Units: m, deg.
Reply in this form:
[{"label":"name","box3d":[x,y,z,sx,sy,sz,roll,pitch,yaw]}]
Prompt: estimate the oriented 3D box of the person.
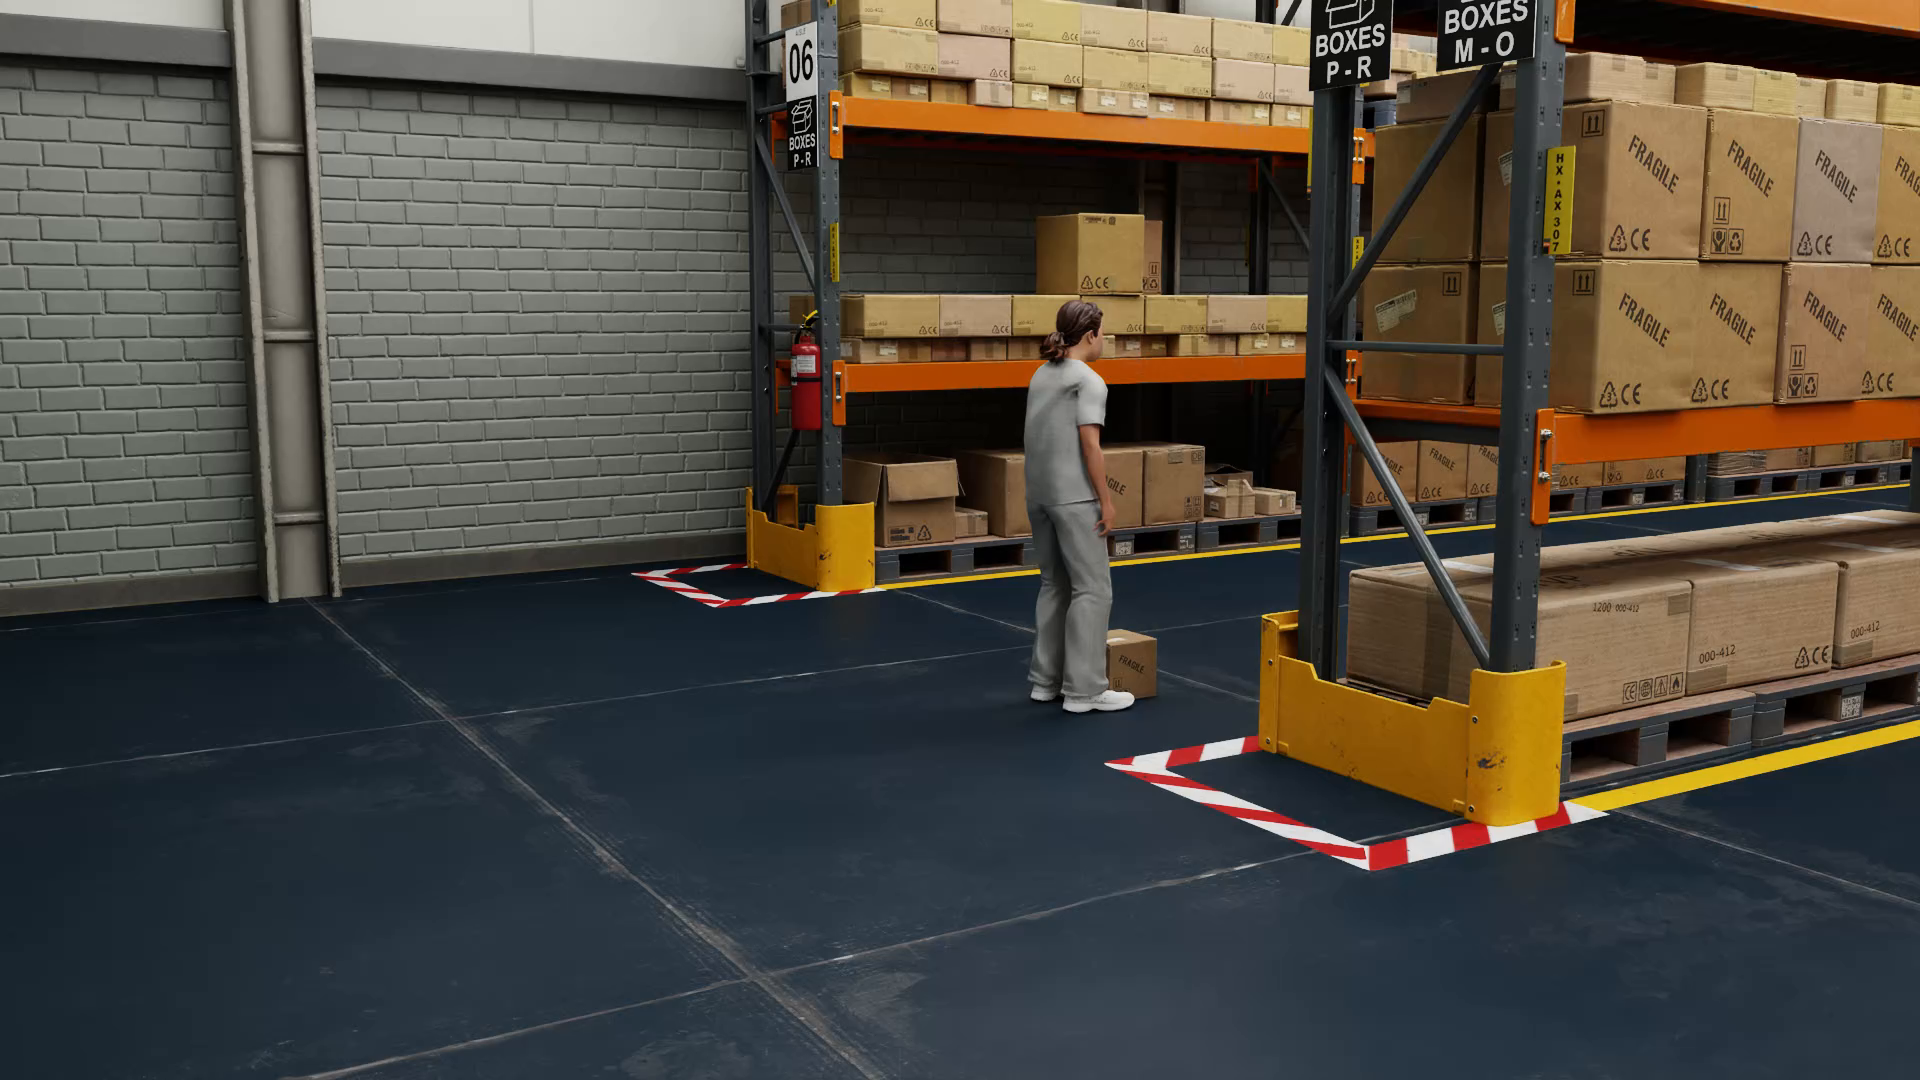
[{"label":"person","box3d":[0.458,-0.148,6.857,0.360,1.672,0.486,-5,10,-32]}]
